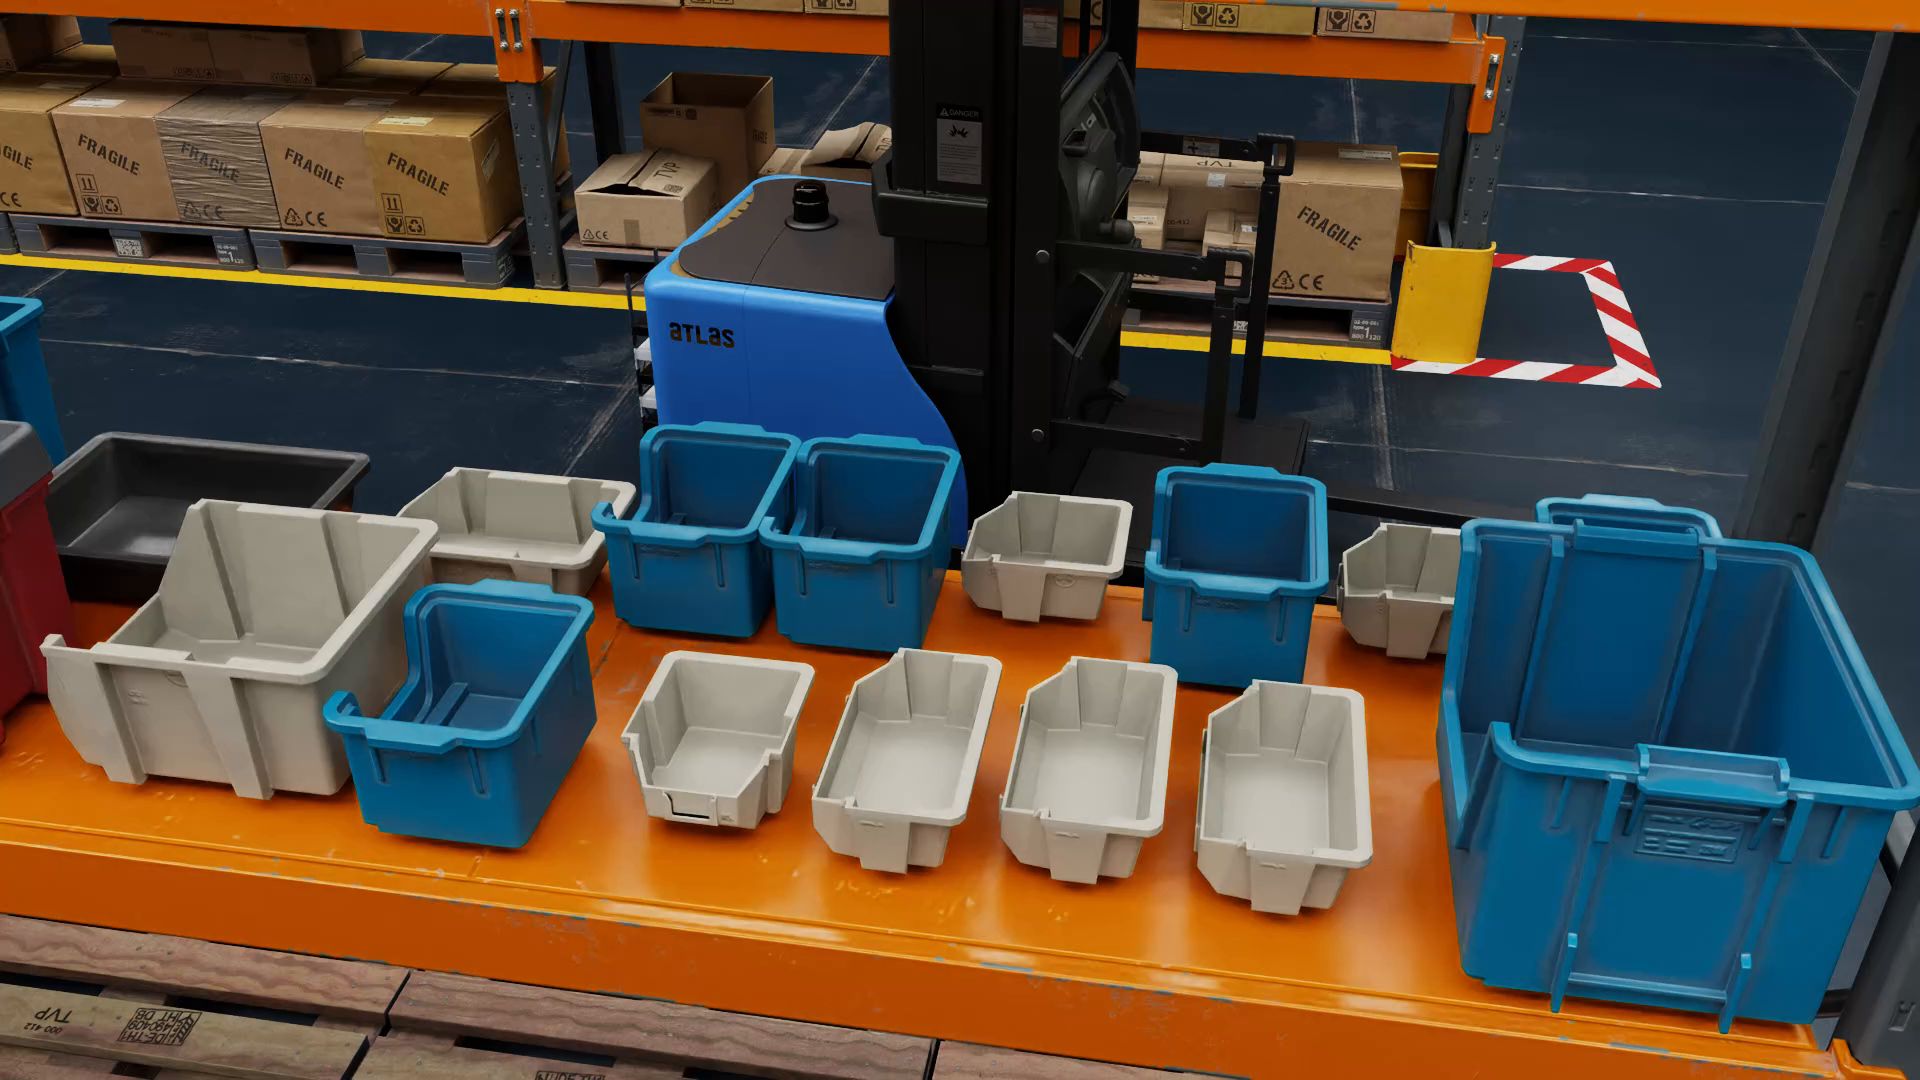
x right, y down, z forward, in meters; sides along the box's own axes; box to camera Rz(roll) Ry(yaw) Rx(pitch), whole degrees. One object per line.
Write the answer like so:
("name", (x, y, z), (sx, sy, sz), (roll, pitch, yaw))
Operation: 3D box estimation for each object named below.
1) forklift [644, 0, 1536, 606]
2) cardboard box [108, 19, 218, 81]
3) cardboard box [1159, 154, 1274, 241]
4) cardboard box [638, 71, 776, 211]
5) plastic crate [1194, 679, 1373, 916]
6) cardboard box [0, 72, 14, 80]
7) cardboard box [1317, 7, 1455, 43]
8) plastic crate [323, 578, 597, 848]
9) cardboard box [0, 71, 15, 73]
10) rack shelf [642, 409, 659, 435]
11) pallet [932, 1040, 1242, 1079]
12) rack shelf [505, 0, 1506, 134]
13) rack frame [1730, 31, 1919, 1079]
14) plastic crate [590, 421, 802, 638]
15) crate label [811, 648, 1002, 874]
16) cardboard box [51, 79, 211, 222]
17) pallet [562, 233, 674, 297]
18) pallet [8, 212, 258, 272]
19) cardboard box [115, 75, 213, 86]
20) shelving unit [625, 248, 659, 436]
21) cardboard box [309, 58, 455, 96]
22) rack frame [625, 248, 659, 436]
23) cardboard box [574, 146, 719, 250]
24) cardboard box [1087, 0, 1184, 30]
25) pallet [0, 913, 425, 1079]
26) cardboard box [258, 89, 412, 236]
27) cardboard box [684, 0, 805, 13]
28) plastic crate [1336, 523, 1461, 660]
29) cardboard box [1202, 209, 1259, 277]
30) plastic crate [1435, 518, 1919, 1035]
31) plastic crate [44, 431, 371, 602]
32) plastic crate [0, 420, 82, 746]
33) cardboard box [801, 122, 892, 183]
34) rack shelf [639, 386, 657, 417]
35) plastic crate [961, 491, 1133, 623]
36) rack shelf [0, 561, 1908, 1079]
("forklift", (0.600, -1.149, 4.824), (3.031, 2.935, 1.130), (9, 33, 14))
("cardboard box", (-3.707, -2.418, 8.021), (0.500, 0.250, 0.500), (5, 32, 7))
("cardboard box", (1.171, -1.575, 7.615), (0.500, 0.250, 0.500), (5, 32, 8))
("cardboard box", (-1.182, -1.894, 7.889), (0.500, 0.500, 0.500), (5, 32, 8))
("plastic crate", (0.480, 0.386, 2.497), (0.243, 0.136, 0.396), (5, 32, 8))
("cardboard box", (-4.817, -1.919, 7.930), (0.500, 0.500, 0.500), (4, 32, 6))
("cardboard box", (1.664, -2.252, 6.427), (0.500, 0.500, 0.500), (6, 33, 10))
("plastic crate", (-0.753, 0.274, 2.586), (0.300, 0.233, 0.416), (5, 32, 8))
("cardboard box", (-4.773, -2.192, 8.367), (0.500, 0.500, 0.500), (6, 33, 10))
("rack shelf", (-0.963, -0.427, 5.816), (0.200, 0.077, 0.258), (9, 33, 14))
("pallet", (0.508, 1.366, 3.368), (1.213, 0.211, 1.003), (5, 32, 8))
("rack shelf", (0.180, -2.186, 7.093), (4.000, 0.370, 1.077), (5, 32, 8))
("rack frame", (1.314, 0.280, 2.476), (0.053, 2.616, 0.949), (5, 32, 8))
("plastic crate", (-0.467, -0.015, 3.048), (0.300, 0.233, 0.416), (5, 32, 8))
("crate label", (-0.082, 0.341, 2.570), (0.243, 0.136, 0.396), (5, 32, 8))
("cardboard box", (-3.808, -1.828, 7.785), (0.500, 0.500, 0.500), (4, 32, 7))
("pallet", (-1.114, -1.425, 7.828), (1.213, 0.211, 1.003), (5, 32, 8))
("pallet", (-3.806, -1.648, 8.183), (1.213, 0.211, 1.003), (5, 32, 8))
("cardboard box", (-3.744, -2.102, 8.223), (0.500, 0.500, 0.500), (4, 32, 6))
("shelving unit", (-0.963, -0.531, 5.750), (0.210, 0.900, 0.258), (9, 33, 14))
("cardboard box", (-2.755, -2.009, 8.073), (0.500, 0.500, 0.500), (6, 32, 9))
("rack frame", (-1.061, -0.546, 5.775), (0.006, 0.900, 0.240), (9, 33, 14))
("cardboard box", (-1.414, -1.565, 7.543), (0.500, 0.311, 0.500), (5, 32, 8))
("cardboard box", (0.662, -2.344, 6.573), (0.500, 0.500, 0.500), (5, 32, 9))
("pallet", (-1.897, 1.148, 3.716), (1.213, 0.211, 1.003), (5, 32, 8))
("cardboard box", (-2.812, -1.739, 7.642), (0.500, 0.500, 0.500), (5, 32, 8))
("cardboard box", (-0.829, -2.480, 6.790), (0.500, 0.500, 0.500), (6, 32, 9))
("plastic crate", (0.824, 0.098, 2.958), (0.298, 0.136, 0.250), (5, 32, 8))
("cardboard box", (1.190, -1.301, 7.256), (0.250, 0.166, 0.380), (5, 32, 8))
("plastic crate", (0.953, 0.306, 2.345), (0.499, 0.435, 0.616), (5, 32, 8))
("plastic crate", (-1.480, -0.028, 3.171), (0.590, 0.125, 0.437), (5, 32, 8))
("plastic crate", (-1.790, 0.079, 2.679), (0.583, 0.464, 0.402), (5, 32, 8))
("cardboard box", (-0.443, -1.746, 7.833), (0.500, 0.311, 0.500), (5, 32, 8))
("rack shelf", (-0.963, -0.503, 5.768), (0.200, 0.077, 0.258), (9, 33, 14))
("plastic crate", (0.156, 0.038, 3.054), (0.298, 0.136, 0.250), (5, 32, 8))
("rack shelf", (-0.657, 0.405, 2.954), (4.000, 0.370, 1.077), (5, 32, 8))
